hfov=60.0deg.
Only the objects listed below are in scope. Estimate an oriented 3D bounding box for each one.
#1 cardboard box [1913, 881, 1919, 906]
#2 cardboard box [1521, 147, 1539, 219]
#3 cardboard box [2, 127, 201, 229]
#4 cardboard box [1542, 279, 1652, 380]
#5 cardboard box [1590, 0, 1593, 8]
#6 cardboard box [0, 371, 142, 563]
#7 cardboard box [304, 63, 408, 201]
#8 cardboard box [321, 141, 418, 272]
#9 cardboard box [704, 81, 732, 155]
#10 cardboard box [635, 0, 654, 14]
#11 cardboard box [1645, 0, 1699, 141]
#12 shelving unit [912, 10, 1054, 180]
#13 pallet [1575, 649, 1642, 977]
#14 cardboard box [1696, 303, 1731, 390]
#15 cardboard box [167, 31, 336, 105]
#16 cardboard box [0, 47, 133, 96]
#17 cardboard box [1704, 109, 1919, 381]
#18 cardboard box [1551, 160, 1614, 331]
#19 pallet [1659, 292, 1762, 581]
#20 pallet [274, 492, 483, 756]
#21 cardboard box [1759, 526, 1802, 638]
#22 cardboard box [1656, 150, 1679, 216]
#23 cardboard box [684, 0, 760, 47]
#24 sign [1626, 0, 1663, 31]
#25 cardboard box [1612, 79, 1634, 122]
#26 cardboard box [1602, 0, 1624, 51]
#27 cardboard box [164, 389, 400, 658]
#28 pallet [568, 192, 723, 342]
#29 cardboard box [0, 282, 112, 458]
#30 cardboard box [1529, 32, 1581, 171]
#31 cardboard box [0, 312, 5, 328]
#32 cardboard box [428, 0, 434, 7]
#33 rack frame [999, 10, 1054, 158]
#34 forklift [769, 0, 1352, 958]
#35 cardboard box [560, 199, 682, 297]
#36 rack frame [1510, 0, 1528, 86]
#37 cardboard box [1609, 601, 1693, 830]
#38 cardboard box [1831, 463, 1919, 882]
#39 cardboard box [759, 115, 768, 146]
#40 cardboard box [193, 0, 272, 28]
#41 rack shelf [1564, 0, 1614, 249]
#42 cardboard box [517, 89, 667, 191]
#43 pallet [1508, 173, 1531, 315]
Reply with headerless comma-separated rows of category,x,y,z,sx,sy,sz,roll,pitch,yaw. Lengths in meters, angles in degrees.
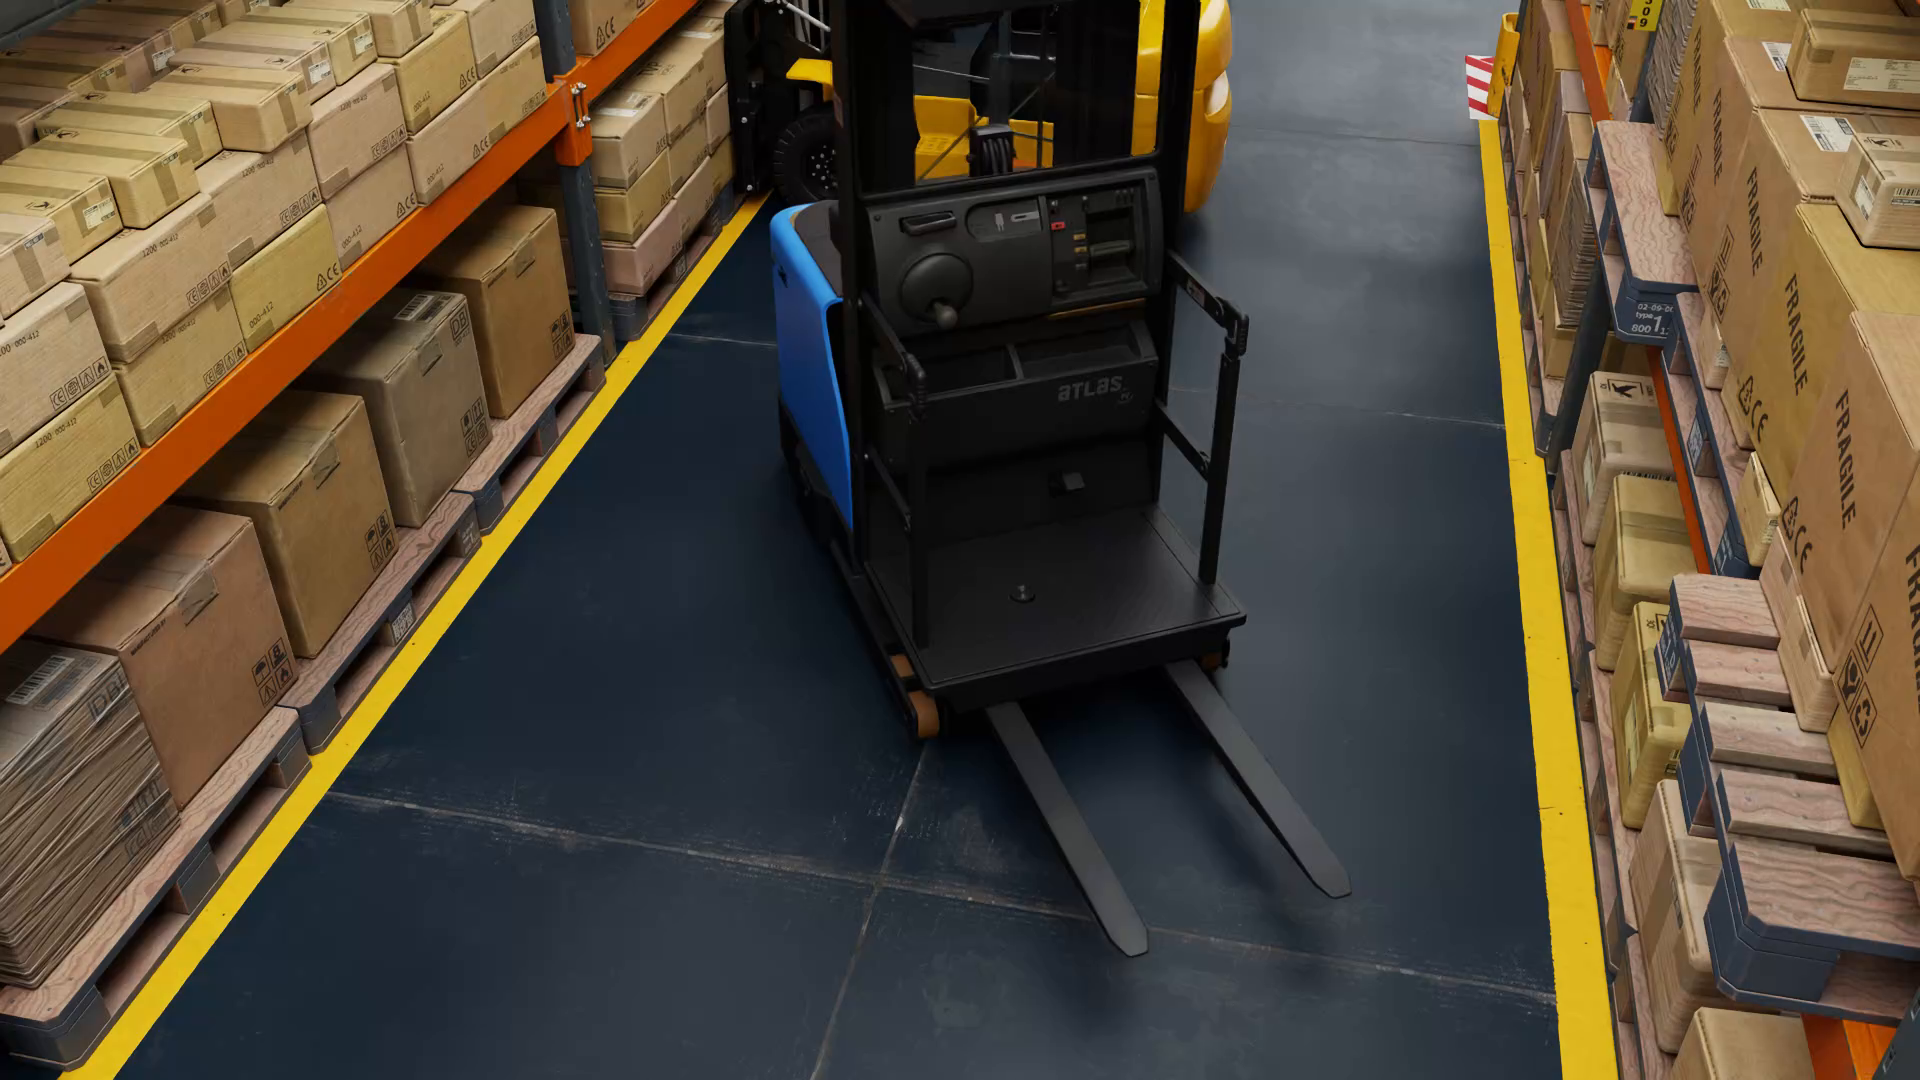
cardboard box,1.816,0.570,2.763,0.380,0.149,0.250,9,37,12
cardboard box,3.021,-1.753,8.098,0.500,0.250,0.500,10,37,13
cardboard box,-2.253,-0.954,4.373,0.380,0.149,0.250,8,37,11
cardboard box,2.694,-0.866,6.875,0.500,0.250,0.500,9,37,12
cardboard box,2.899,-2.284,7.059,0.380,0.149,0.250,7,36,9
cardboard box,-2.428,-0.215,4.118,0.500,0.250,0.500,7,36,9
cardboard box,-2.093,-1.297,5.186,0.500,0.250,0.500,8,37,11
cardboard box,-2.110,-1.105,5.346,0.500,0.250,0.500,8,37,10
cardboard box,-1.391,-2.131,8.193,0.500,0.250,0.500,7,37,10
cardboard box,-1.575,-2.620,7.224,0.500,0.500,0.500,8,37,11
cardboard box,2.450,-1.535,5.116,0.500,0.500,0.500,8,37,11
shelving unit,0.157,-1.518,7.066,0.587,1.500,1.083,17,39,22
pallet,2.407,0.840,4.911,1.003,0.211,1.213,7,37,10
cardboard box,2.098,-0.484,4.219,0.380,0.149,0.250,9,37,12
cardboard box,-2.120,-1.400,4.988,0.380,0.149,0.250,8,37,10
cardboard box,-2.676,-1.318,4.874,0.380,0.149,0.250,8,37,10
cardboard box,2.125,-0.670,3.923,0.500,0.500,0.500,6,36,8
cardboard box,2.694,-1.170,6.655,0.500,0.500,0.500,7,36,9
pallet,2.358,-0.206,4.142,1.003,0.211,1.213,7,37,10
pallet,-2.398,0.201,5.793,1.003,0.211,1.213,7,37,10
cardboard box,1.874,0.114,3.393,0.380,0.149,0.250,6,36,8
cardboard box,2.341,-1.086,5.049,0.380,0.149,0.250,8,37,11
cardboard box,-1.276,-2.635,8.463,0.500,0.250,0.500,7,36,9
sign,2.298,-1.851,5.511,0.100,0.325,0.005,7,37,10
cardboard box,2.601,-1.558,6.058,0.380,0.149,0.250,7,37,9
cardboard box,2.785,-2.180,6.363,0.500,0.500,0.500,9,37,12
cardboard box,-2.452,-0.090,5.484,0.875,0.625,0.625,6,36,8
pallet,-1.809,-1.379,7.972,1.003,0.211,1.213,7,37,10
cardboard box,-2.433,-0.416,3.970,0.500,0.250,0.500,8,37,11
cardboard box,3.015,-2.062,7.886,0.500,0.500,0.500,8,37,11
cardboard box,-2.433,-0.517,3.769,0.380,0.149,0.250,8,37,11
cardboard box,-2.017,-1.853,5.612,0.380,0.149,0.250,7,37,10
rack frame,0.397,-1.787,7.437,0.500,1.500,0.032,17,39,22
forklift,0.254,-0.815,4.877,1.130,2.935,3.031,-12,38,-16
cardboard box,-1.593,-1.350,7.541,0.500,0.250,0.500,8,37,10
rack frame,3.684,-3.730,8.841,1.000,3.000,0.127,7,37,10
cardboard box,2.423,0.569,4.790,0.950,0.372,0.625,8,37,12
cardboard box,1.801,0.230,2.681,0.500,0.500,0.500,6,36,9
cardboard box,-1.277,-2.228,8.753,0.500,0.250,0.500,8,37,11
cardboard box,-2.502,-1.746,5.466,0.380,0.149,0.250,7,37,10
rack shelf,3.257,-2.292,7.470,1.077,0.370,4.000,7,37,10
cardboard box,-1.610,-1.757,7.251,0.500,0.250,0.500,7,36,9
pallet,3.197,-1.399,8.001,1.003,0.211,1.213,7,37,10
